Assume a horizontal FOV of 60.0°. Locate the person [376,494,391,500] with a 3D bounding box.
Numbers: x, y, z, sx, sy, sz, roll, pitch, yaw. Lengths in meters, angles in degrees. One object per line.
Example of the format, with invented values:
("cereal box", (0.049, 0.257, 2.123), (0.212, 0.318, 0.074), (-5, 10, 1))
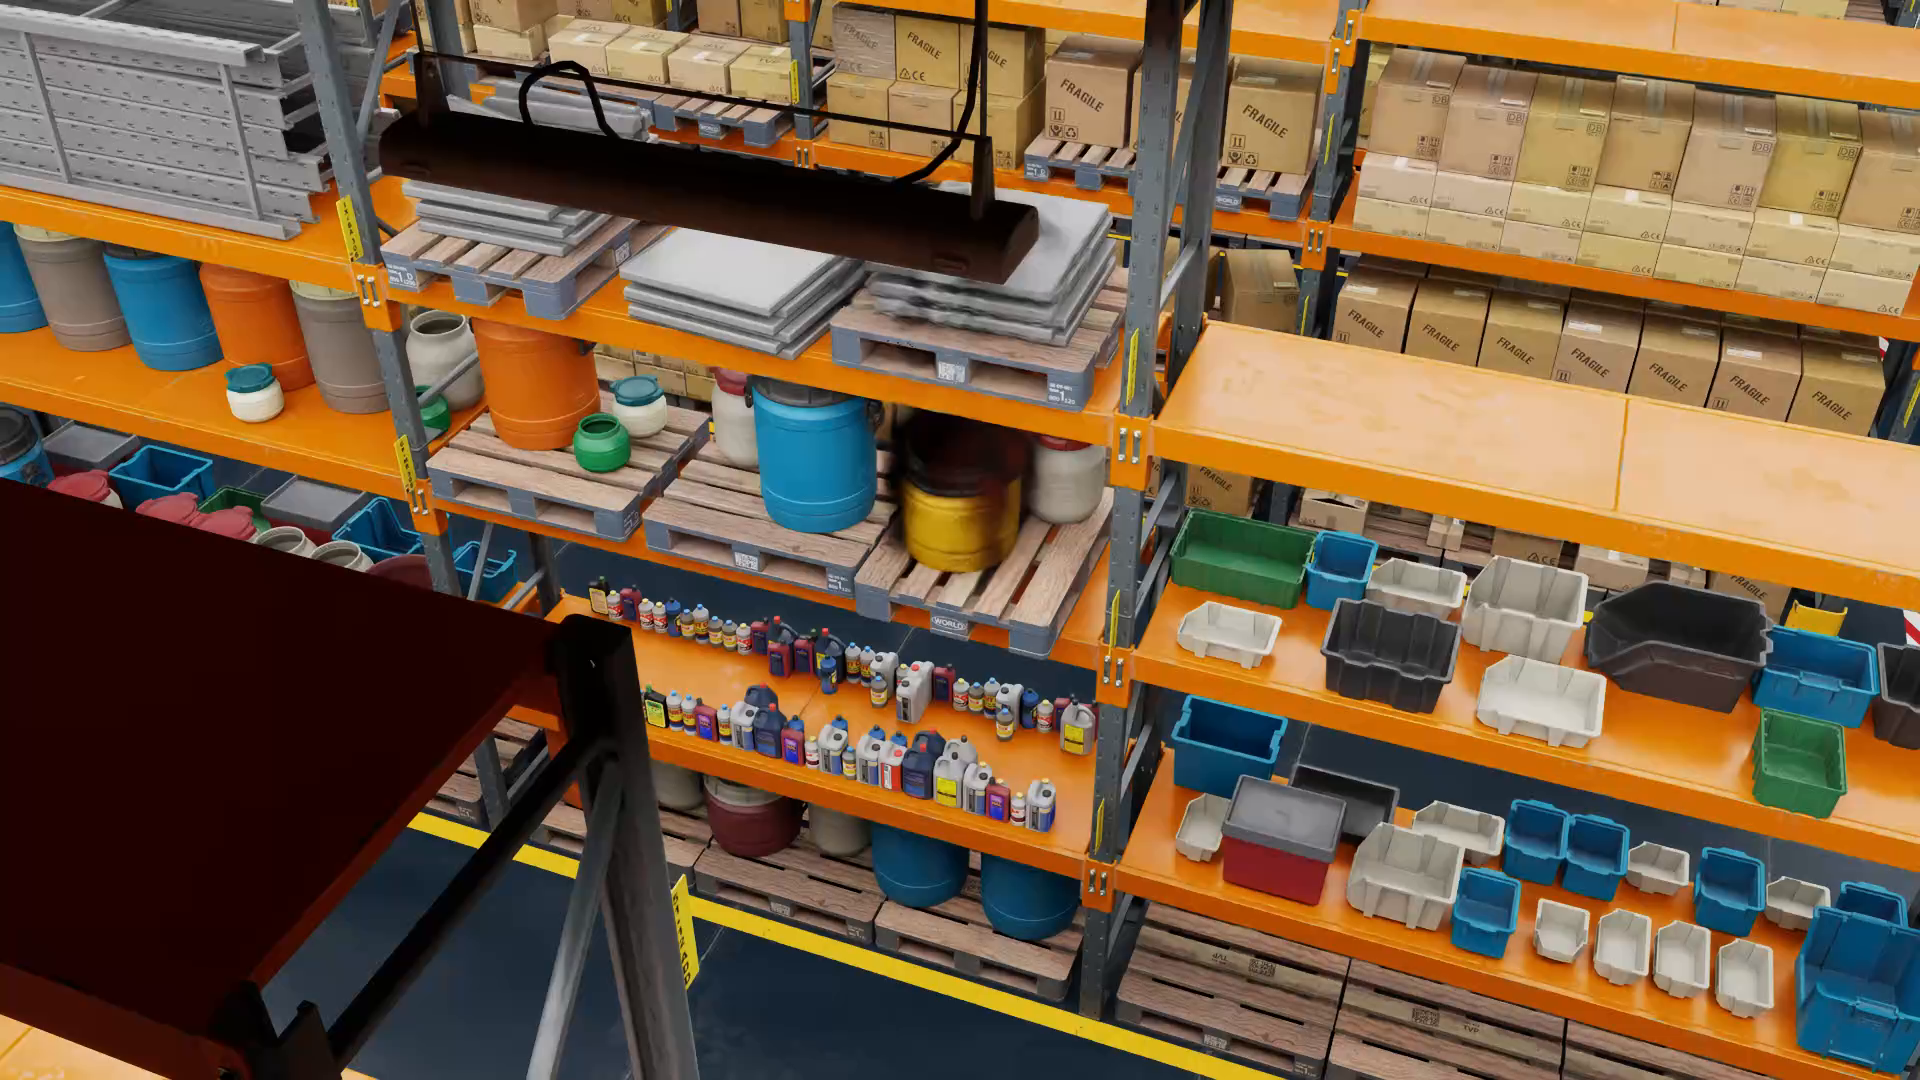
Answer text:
("person", (-4.703, -1.268, 13.741), (0.674, 1.697, 0.827), (-14, 39, -18))
